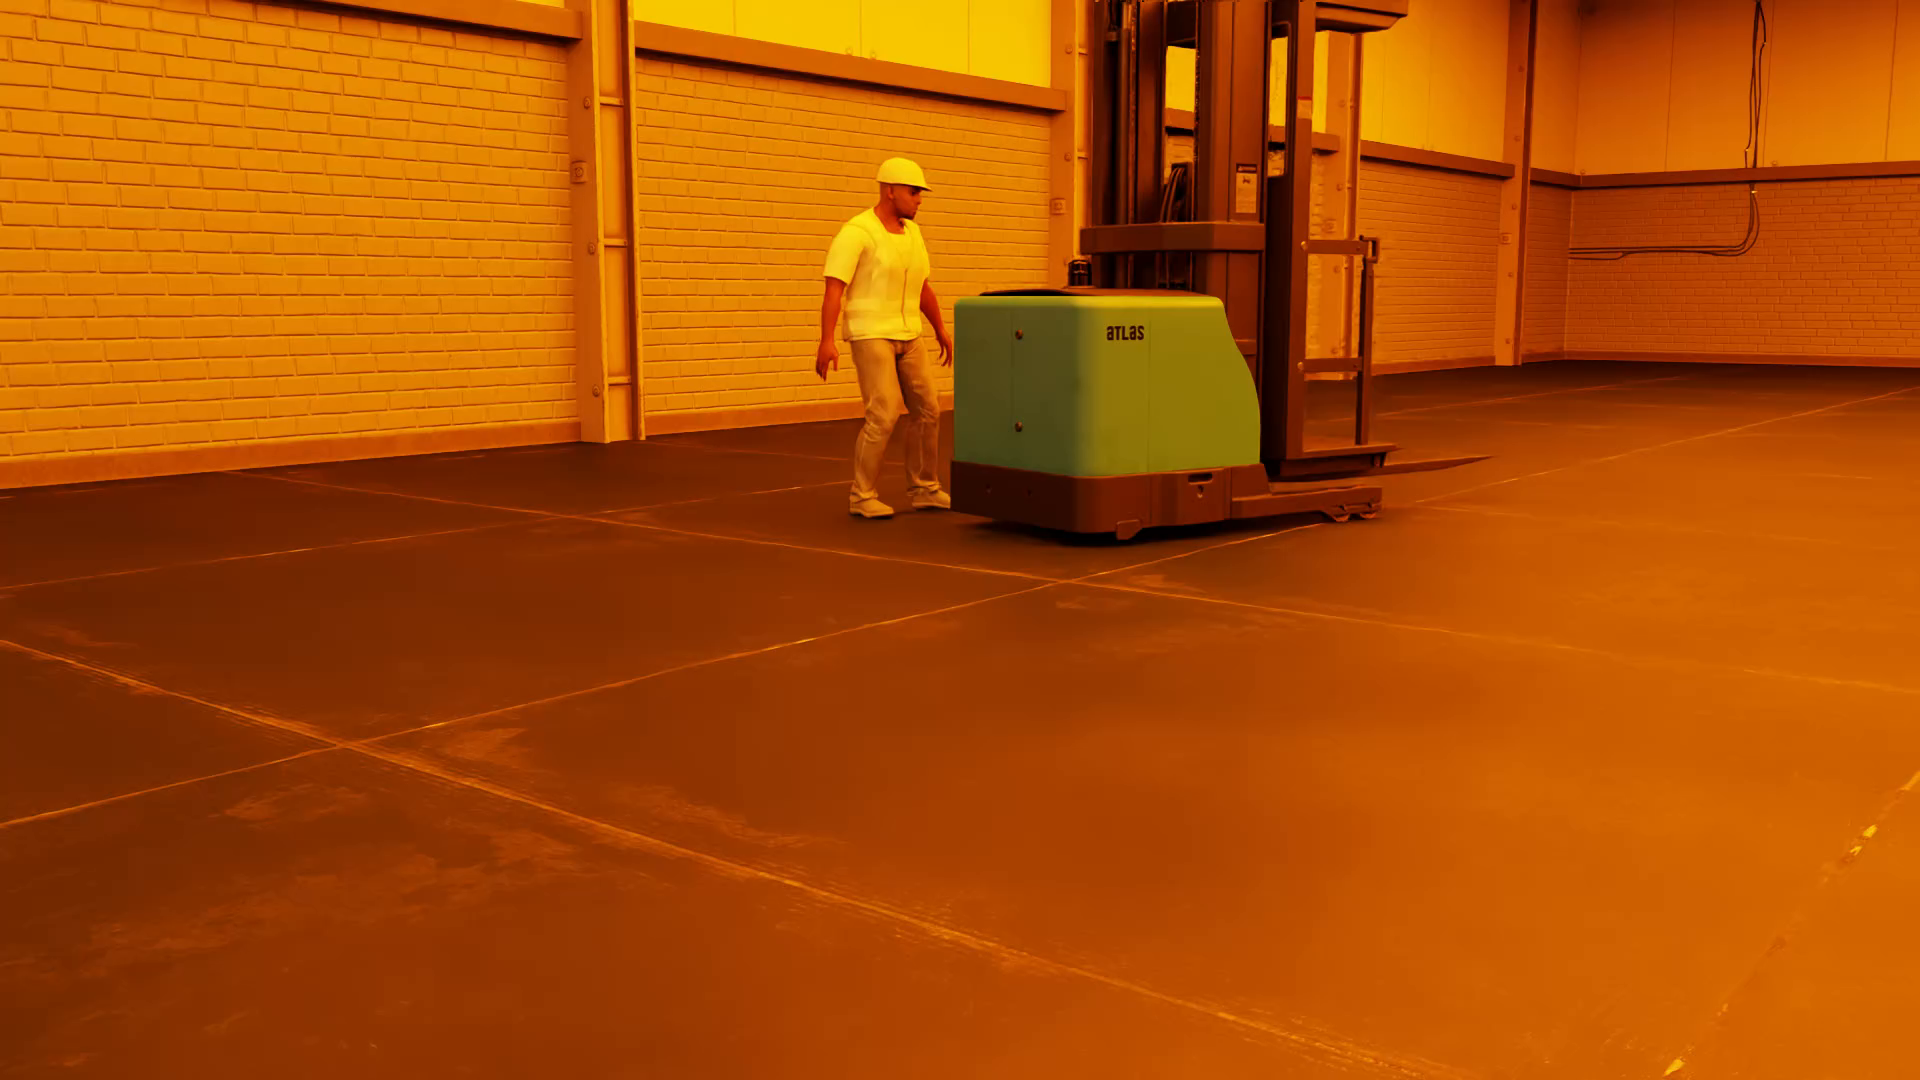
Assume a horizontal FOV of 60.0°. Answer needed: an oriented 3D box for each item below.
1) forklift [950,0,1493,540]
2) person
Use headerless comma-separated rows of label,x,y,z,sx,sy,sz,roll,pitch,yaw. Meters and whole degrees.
forklift,1.447,-1.591,8.156,3.031,2.935,1.130,-6,10,-35
person,-0.325,-0.988,8.162,0.426,1.737,0.839,7,11,39
